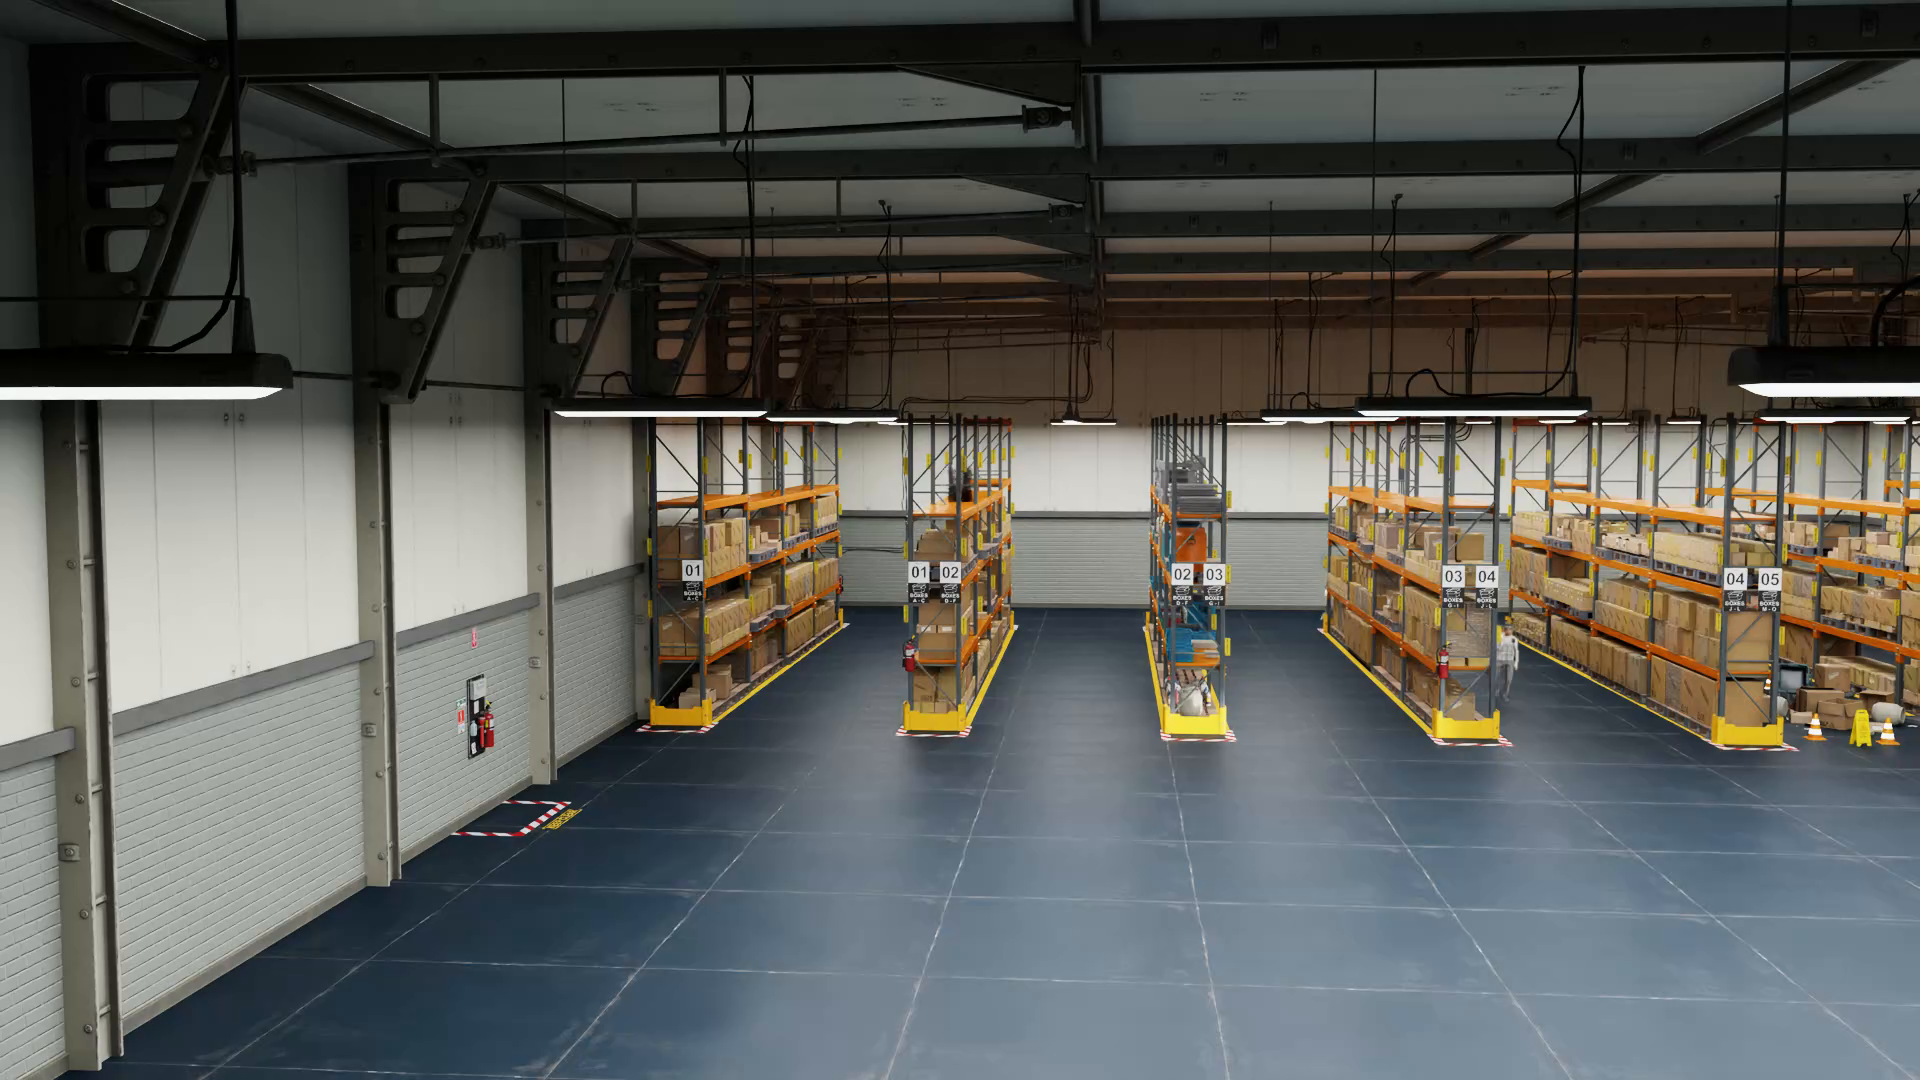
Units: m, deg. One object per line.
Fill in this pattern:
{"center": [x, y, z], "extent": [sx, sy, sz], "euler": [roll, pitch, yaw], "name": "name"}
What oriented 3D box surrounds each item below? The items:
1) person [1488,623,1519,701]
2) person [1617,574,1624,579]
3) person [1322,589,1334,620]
{"center": [11.418, 2.547, 34.922], "extent": [0.587, 1.645, 0.477], "euler": [1, 4, 13], "name": "person"}
{"center": [17.827, 1.816, 44.794], "extent": [0.699, 1.792, 0.995], "euler": [-2, 4, -30], "name": "person"}
{"center": [11.059, 1.573, 48.938], "extent": [0.803, 1.730, 0.753], "euler": [-1, 4, -18], "name": "person"}
